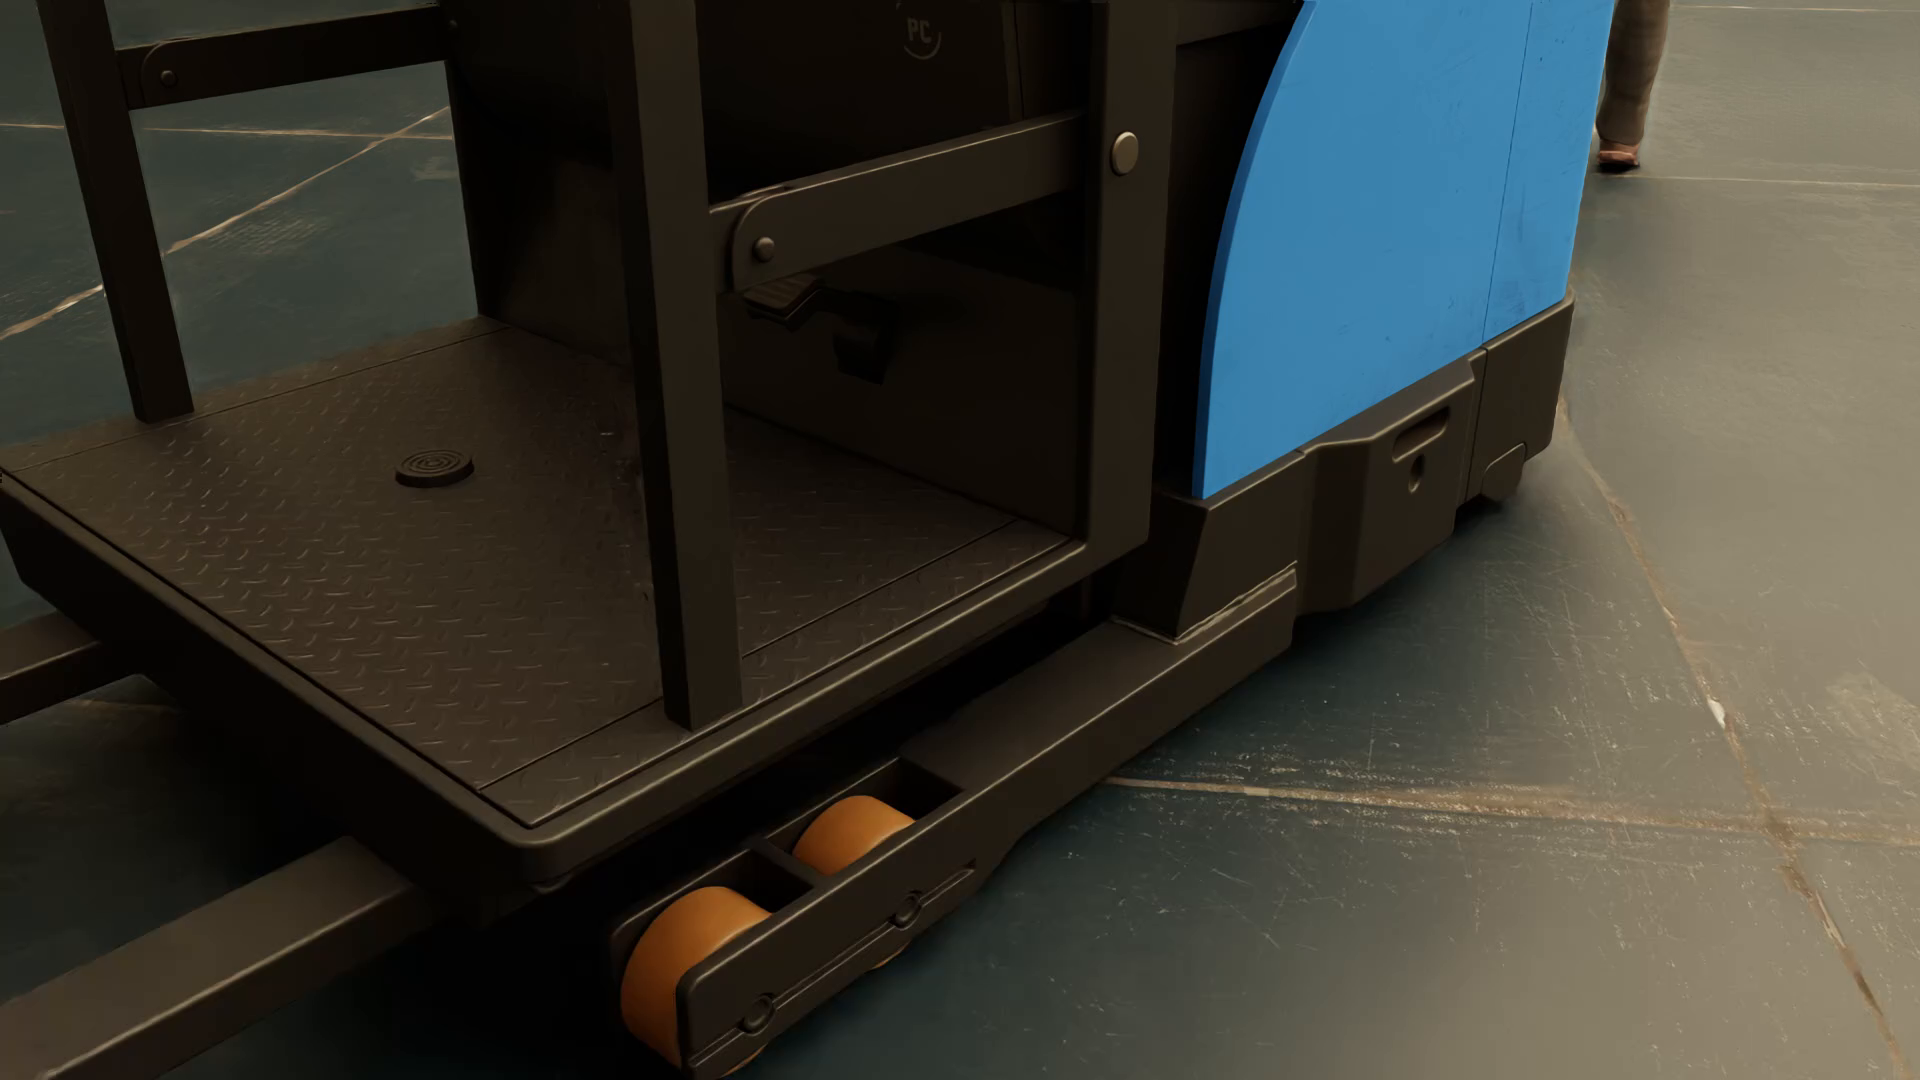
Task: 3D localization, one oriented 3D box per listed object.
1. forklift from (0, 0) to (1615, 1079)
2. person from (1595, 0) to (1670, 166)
[{"bbox_3d":[-0.408,-1.079,1.380,1.130,2.935,3.031,22,34,37],"label":"forklift"},{"bbox_3d":[1.679,-1.682,4.105,0.887,1.676,0.614,5,27,11],"label":"person"}]
